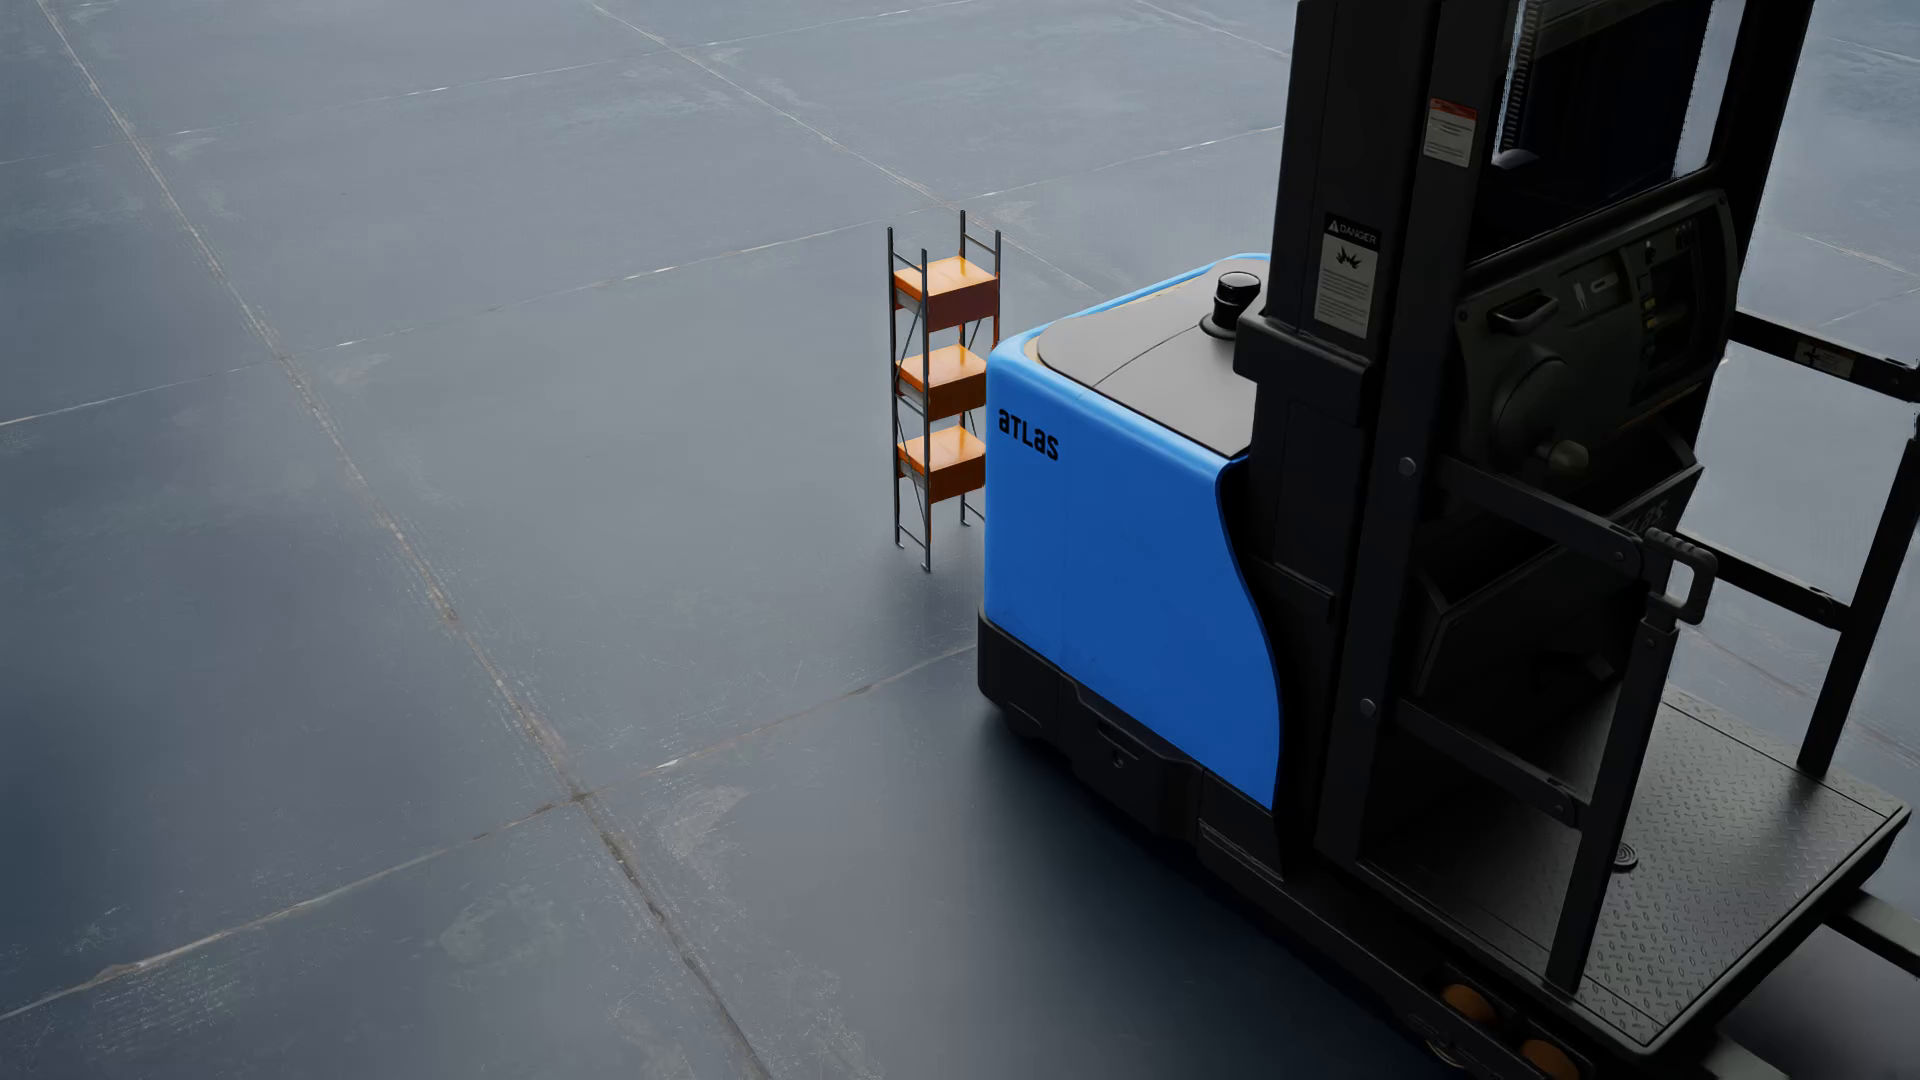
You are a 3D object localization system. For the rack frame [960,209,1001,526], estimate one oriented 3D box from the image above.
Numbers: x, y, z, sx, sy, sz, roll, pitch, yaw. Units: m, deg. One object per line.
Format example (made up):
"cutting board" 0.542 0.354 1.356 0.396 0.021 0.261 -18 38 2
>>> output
"rack frame" 0.058 -0.464 5.001 0.008 1.050 0.200 -19 37 -27

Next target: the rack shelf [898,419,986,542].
"rack shelf" -0.045 -0.185 5.099 0.240 0.259 0.215 -19 37 -27

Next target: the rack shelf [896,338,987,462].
"rack shelf" -0.045 -0.420 4.951 0.240 0.259 0.215 -19 37 -27

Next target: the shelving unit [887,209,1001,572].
"shelving unit" -0.045 -0.429 4.945 0.252 1.050 0.215 -19 37 -27

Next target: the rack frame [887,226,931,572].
"rack frame" -0.148 -0.393 4.889 0.008 1.050 0.200 -19 37 -27

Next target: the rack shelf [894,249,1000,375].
"rack shelf" -0.045 -0.660 4.800 0.240 0.259 0.215 -19 37 -27

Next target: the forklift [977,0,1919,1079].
"forklift" 1.377 -0.361 3.074 1.130 2.935 3.031 -24 39 -33
